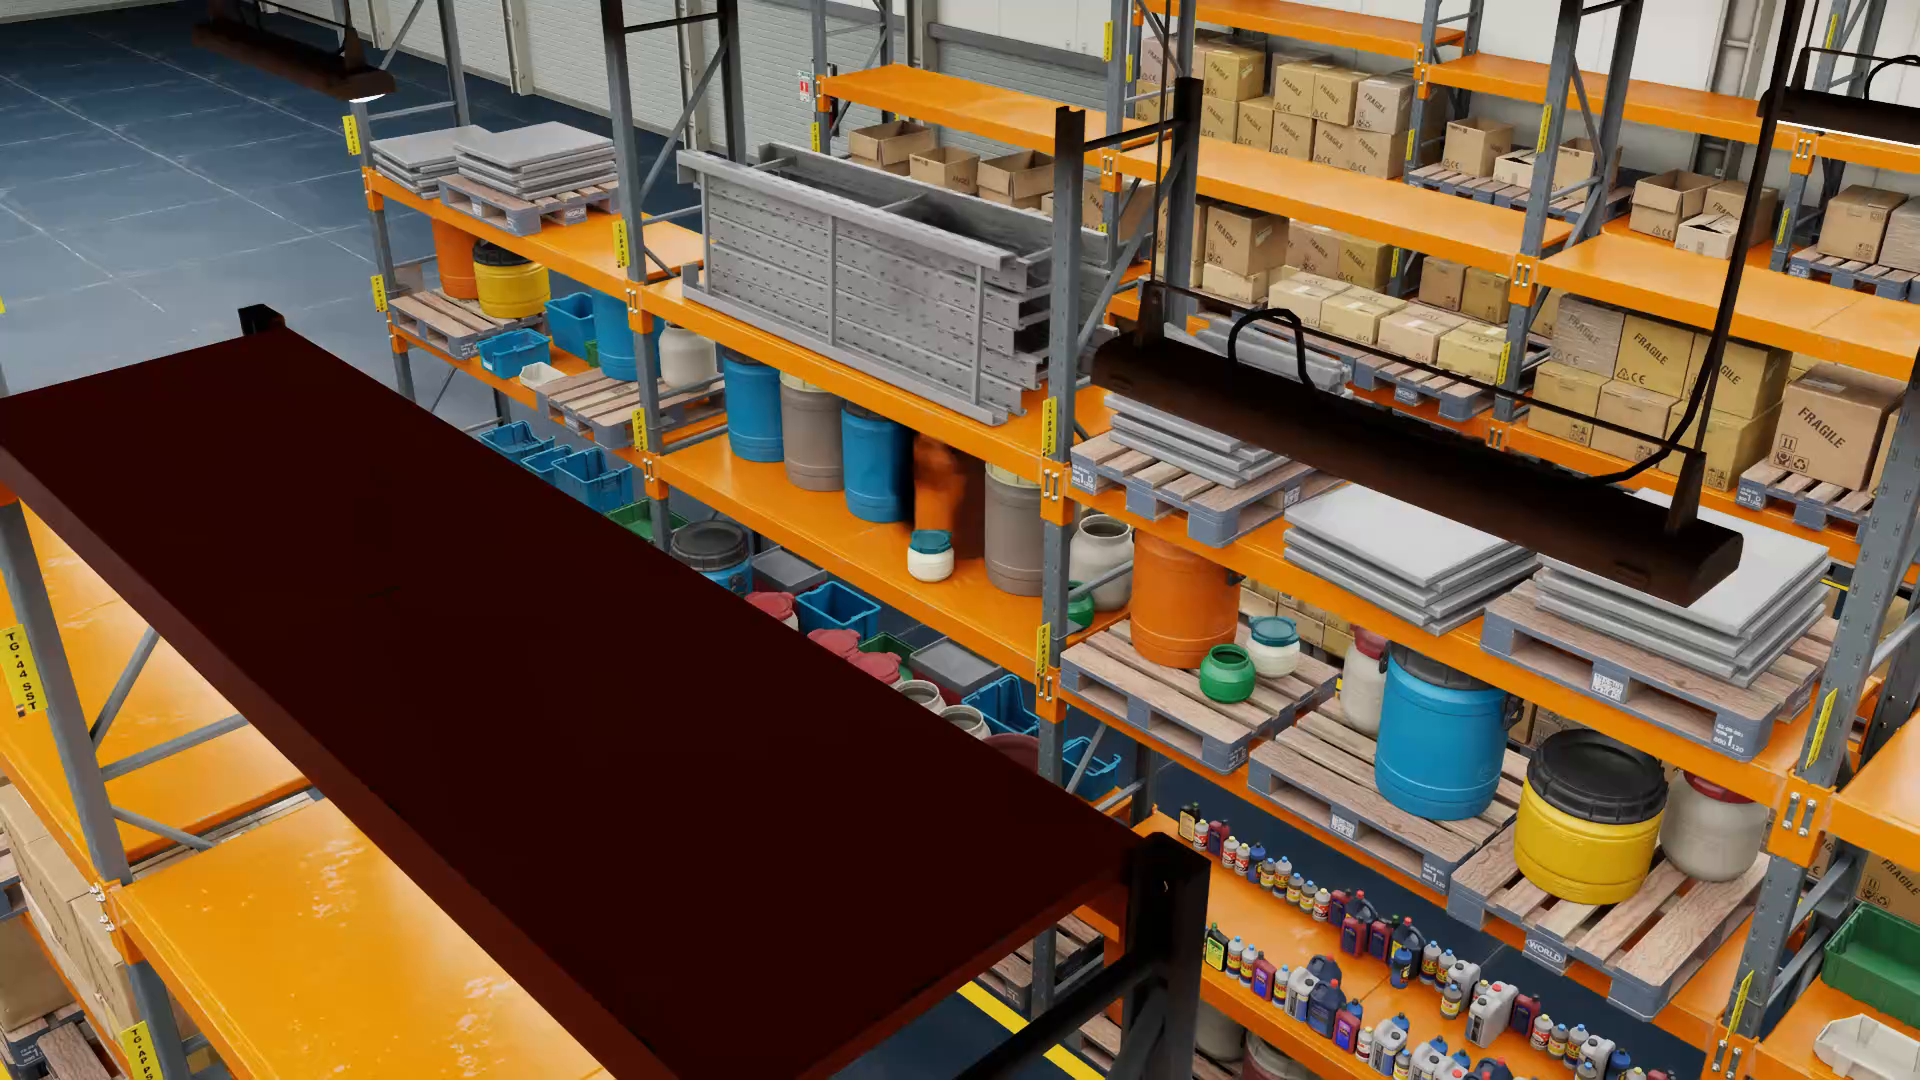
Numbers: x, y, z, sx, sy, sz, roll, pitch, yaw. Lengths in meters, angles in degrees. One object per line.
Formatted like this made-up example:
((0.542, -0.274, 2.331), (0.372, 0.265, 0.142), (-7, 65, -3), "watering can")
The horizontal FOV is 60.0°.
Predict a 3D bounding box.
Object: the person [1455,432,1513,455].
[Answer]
((5.081, -0.554, 15.939), (1.046, 1.757, 0.695), (19, 34, 31), "person")
